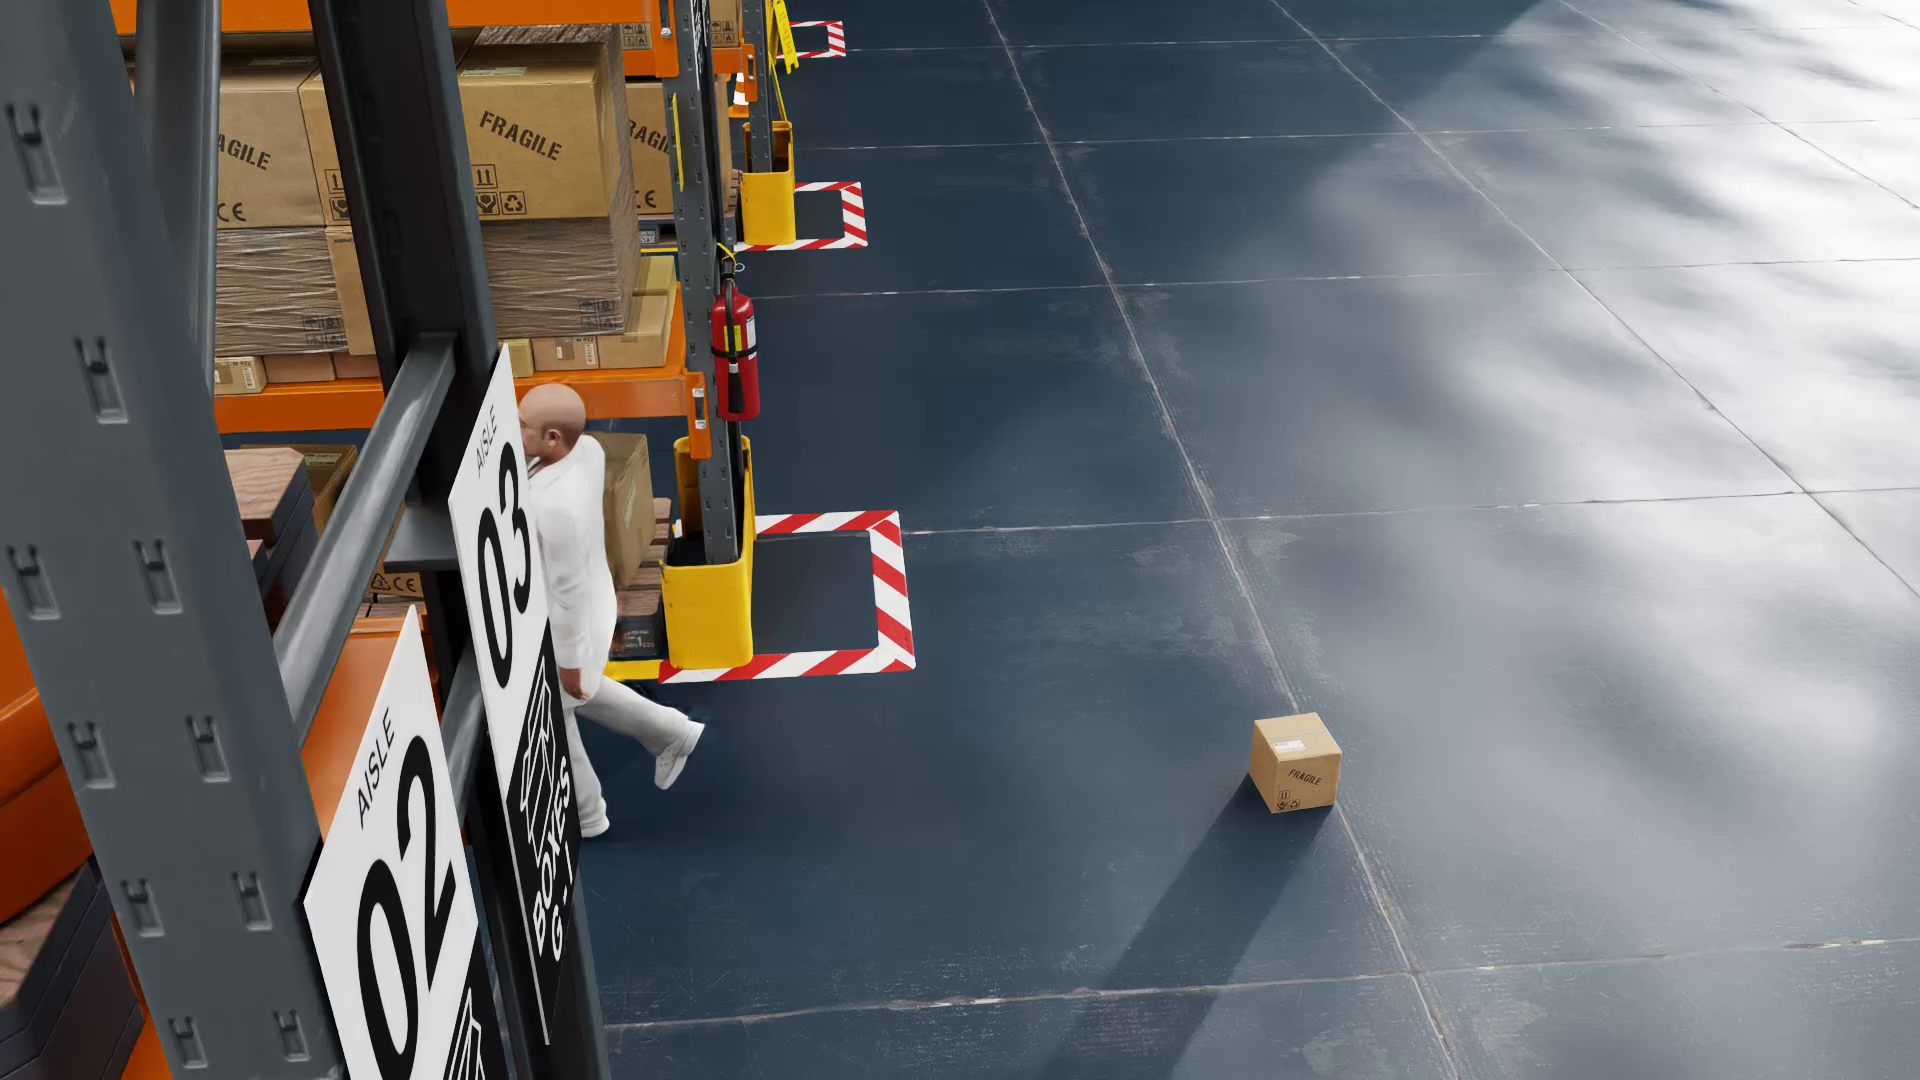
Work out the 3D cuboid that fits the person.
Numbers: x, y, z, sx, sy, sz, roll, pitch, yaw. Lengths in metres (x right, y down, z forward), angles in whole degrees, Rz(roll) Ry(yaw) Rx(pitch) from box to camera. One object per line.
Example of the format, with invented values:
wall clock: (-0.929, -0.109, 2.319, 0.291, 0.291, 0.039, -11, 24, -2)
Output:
person: (-1.288, 0.264, 5.651, 0.731, 1.761, 0.591, -1, 31, -1)
